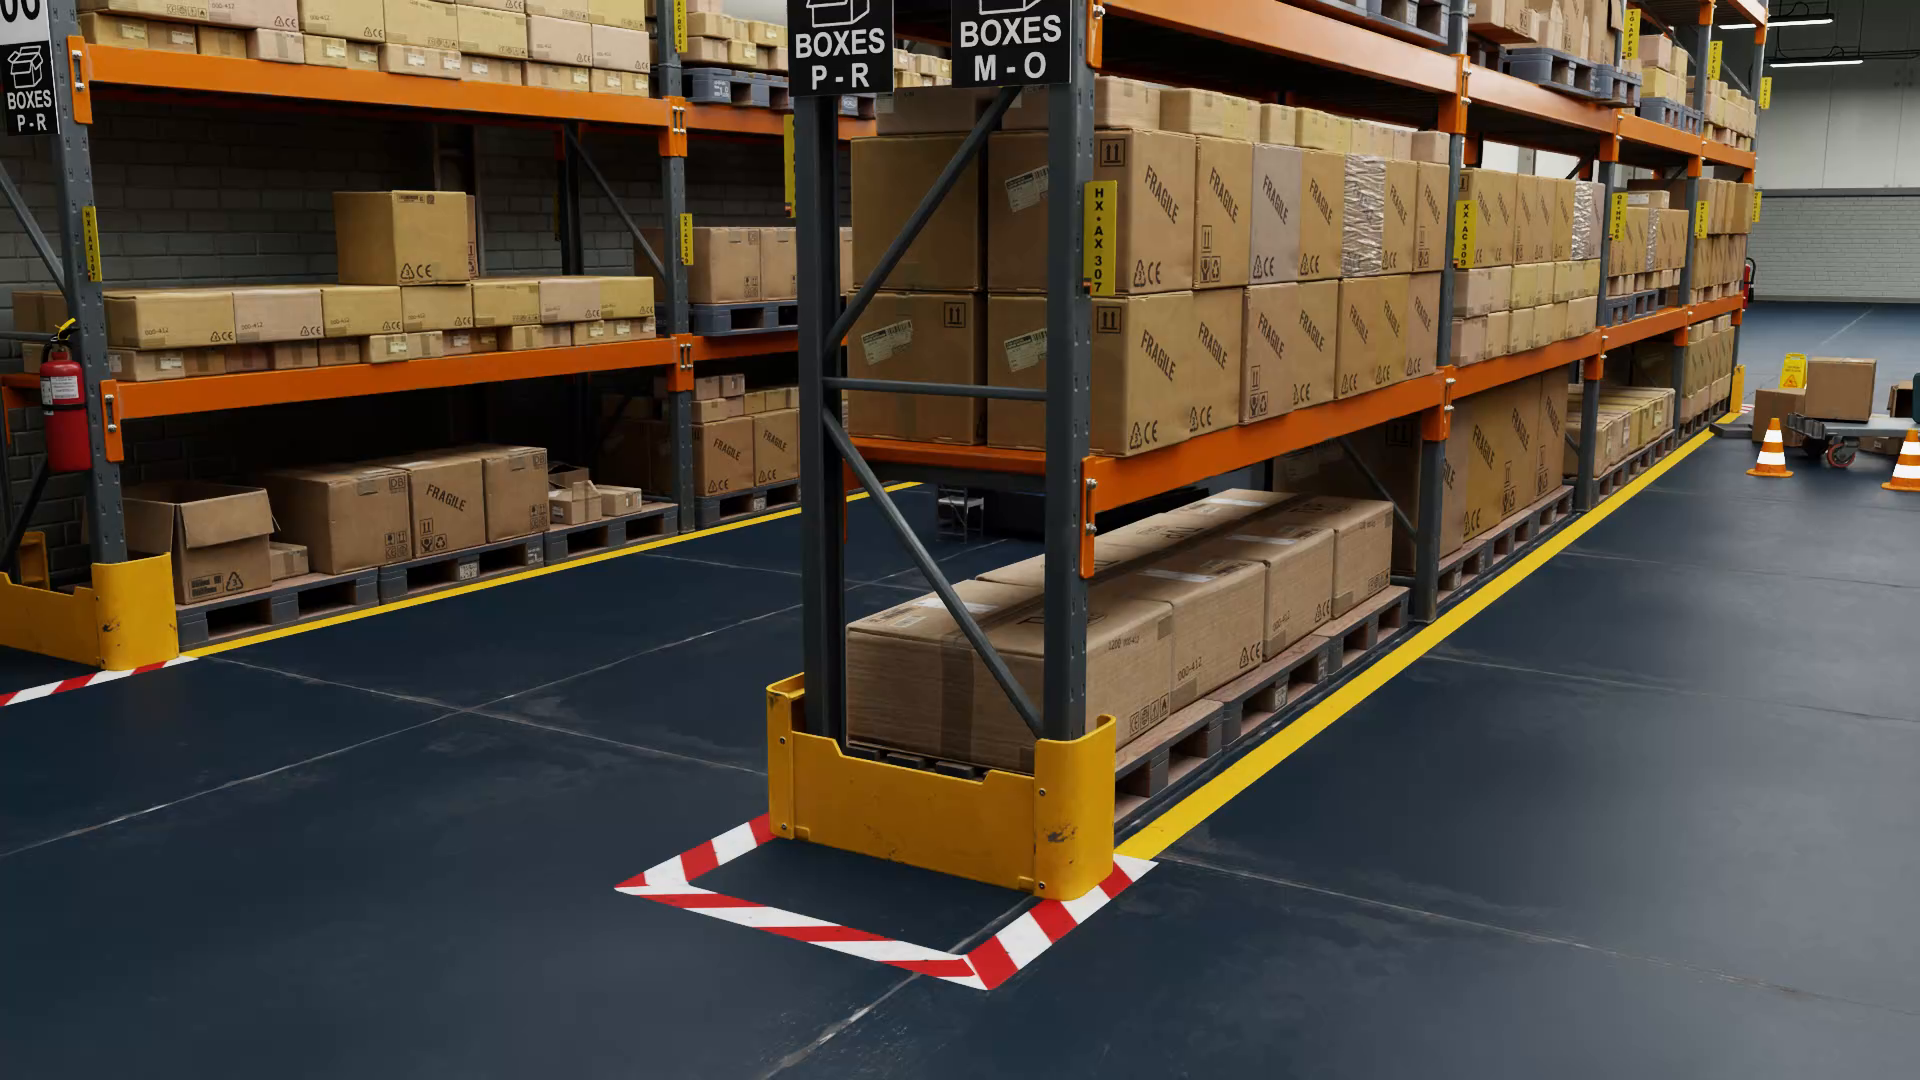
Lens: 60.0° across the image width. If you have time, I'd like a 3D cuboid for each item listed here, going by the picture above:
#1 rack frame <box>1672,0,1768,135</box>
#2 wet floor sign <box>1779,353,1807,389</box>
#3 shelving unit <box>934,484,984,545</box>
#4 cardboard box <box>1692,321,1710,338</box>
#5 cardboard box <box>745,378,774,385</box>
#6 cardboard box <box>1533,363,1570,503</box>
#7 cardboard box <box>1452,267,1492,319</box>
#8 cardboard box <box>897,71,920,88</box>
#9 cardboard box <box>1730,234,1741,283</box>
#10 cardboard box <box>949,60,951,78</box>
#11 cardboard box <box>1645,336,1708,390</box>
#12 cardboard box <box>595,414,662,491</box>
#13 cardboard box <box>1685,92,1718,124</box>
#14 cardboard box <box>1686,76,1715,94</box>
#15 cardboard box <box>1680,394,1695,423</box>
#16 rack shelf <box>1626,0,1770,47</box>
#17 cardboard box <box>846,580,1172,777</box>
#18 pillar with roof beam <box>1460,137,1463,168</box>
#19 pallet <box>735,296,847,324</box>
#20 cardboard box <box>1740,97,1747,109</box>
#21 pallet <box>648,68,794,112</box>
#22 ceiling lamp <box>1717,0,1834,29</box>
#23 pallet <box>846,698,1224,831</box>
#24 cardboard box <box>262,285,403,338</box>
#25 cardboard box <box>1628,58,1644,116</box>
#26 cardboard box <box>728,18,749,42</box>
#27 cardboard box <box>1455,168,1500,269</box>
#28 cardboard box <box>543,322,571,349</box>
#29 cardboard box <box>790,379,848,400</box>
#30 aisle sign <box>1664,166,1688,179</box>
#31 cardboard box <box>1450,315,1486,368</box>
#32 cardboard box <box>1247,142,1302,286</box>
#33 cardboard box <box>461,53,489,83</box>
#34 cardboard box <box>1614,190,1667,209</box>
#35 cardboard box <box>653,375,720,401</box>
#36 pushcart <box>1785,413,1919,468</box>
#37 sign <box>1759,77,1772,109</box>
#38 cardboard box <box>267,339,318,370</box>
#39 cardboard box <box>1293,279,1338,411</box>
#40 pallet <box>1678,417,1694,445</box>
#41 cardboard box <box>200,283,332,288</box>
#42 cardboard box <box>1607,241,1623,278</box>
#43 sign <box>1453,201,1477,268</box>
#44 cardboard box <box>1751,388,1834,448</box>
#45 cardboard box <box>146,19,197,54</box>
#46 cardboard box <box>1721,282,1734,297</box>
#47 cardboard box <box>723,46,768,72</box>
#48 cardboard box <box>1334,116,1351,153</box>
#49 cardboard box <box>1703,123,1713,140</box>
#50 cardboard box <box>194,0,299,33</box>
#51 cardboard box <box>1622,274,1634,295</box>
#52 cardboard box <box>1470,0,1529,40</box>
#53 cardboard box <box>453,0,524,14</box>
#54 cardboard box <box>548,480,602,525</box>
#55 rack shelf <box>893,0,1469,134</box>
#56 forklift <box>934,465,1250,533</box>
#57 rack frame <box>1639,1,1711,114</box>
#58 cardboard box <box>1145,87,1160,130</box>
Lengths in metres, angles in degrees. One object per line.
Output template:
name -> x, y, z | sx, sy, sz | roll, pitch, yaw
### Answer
rack frame -> 8.240, -5.928, 18.080 | 1.000, 3.000, 0.127 | 6, 12, 31
wet floor sign -> 9.253, -1.750, 18.462 | 0.232, 0.644, 0.267 | -8, 13, -38
shelving unit -> -0.004, -0.441, 10.779 | 0.258, 0.900, 0.210 | 6, 12, 31
cardboard box -> 7.082, -2.055, 16.222 | 0.380, 0.149, 0.250 | 7, 13, 33
cardboard box -> -1.654, -1.156, 12.778 | 0.380, 0.149, 0.250 | 7, 12, 31
cardboard box -> 3.657, -0.783, 11.531 | 0.875, 0.875, 0.875 | 6, 12, 30
cardboard box -> 2.480, -1.306, 8.745 | 0.500, 0.250, 0.500 | 6, 12, 29
cardboard box -> -0.537, -3.592, 13.075 | 0.380, 0.149, 0.250 | 6, 12, 31
cardboard box -> 7.930, -2.985, 17.581 | 0.500, 0.500, 0.500 | 6, 12, 31
cardboard box -> -0.083, -3.855, 13.675 | 0.380, 0.149, 0.250 | 7, 13, 33
cardboard box -> 6.968, -1.726, 16.231 | 0.500, 0.500, 0.500 | 7, 13, 33
cardboard box -> -2.232, -0.649, 11.836 | 0.500, 0.500, 0.500 | 6, 12, 30
cardboard box -> 6.626, -3.940, 15.212 | 0.500, 0.250, 0.500 | 6, 12, 29
cardboard box -> 6.606, -4.112, 15.044 | 0.380, 0.149, 0.250 | 6, 12, 30
cardboard box -> 6.701, -1.272, 15.844 | 0.500, 0.250, 0.500 | 6, 12, 28
rack shelf -> 7.202, -5.258, 16.466 | 1.077, 0.370, 4.000 | 6, 12, 31
cardboard box -> 0.191, 0.476, 5.994 | 0.875, 0.438, 0.875 | 6, 12, 29
pillar with roof beam -> 12.774, -7.854, 28.369 | 9.100, 9.000, 0.548 | 6, 12, 31
pallet -> -1.163, -1.794, 12.823 | 1.003, 0.211, 1.213 | 6, 12, 31
cardboard box -> 8.033, -4.562, 17.450 | 0.380, 0.149, 0.250 | 6, 12, 30
pallet -> -1.836, -3.044, 11.334 | 1.213, 0.211, 1.003 | 6, 12, 31
ceiling lamp -> 15.763, -11.472, 31.827 | 2.000, 3.185, 0.800 | 6, 12, 31
pallet -> 0.282, 0.774, 6.159 | 1.003, 0.211, 1.213 | 6, 12, 31
cardboard box -> -3.323, -1.214, 8.802 | 0.500, 0.250, 0.500 | 6, 12, 30
cardboard box -> 4.854, -3.489, 12.922 | 0.797, 0.503, 0.637 | 6, 12, 31
cardboard box -> -1.627, -3.372, 11.040 | 0.380, 0.149, 0.250 | 7, 12, 32
cardboard box -> 2.484, -1.675, 8.673 | 0.500, 0.500, 0.500 | 7, 12, 31
cardboard box -> -2.574, -1.243, 10.040 | 0.380, 0.149, 0.250 | 7, 13, 32
cardboard box -> -1.081, -1.150, 12.749 | 0.380, 0.149, 0.250 | 6, 12, 31
aisle sign -> 8.007, -4.297, 18.603 | 0.394, 0.787, 0.004 | 6, 12, 31
cardboard box -> 2.464, -1.062, 8.800 | 0.500, 0.250, 0.500 | 6, 12, 29
cardboard box -> 0.949, -1.216, 6.222 | 0.500, 0.500, 0.500 | 6, 12, 30
cardboard box -> -2.866, -2.635, 9.322 | 0.380, 0.149, 0.250 | 7, 12, 31
cardboard box -> 5.648, -2.822, 13.806 | 0.380, 0.149, 0.250 | 6, 12, 28
cardboard box -> -1.872, -1.045, 11.382 | 0.380, 0.149, 0.250 | 6, 12, 30
pushcart -> 8.138, -0.852, 14.392 | 1.648, 0.377, 0.936 | 2, 11, 11
sign -> 8.704, -4.833, 17.975 | 0.100, 0.325, 0.005 | 6, 12, 31
cardboard box -> -3.523, -0.962, 8.537 | 0.380, 0.149, 0.250 | 7, 13, 32
cardboard box -> 1.192, -0.801, 6.725 | 0.500, 0.500, 0.500 | 7, 13, 33
pallet -> 6.482, -1.089, 16.111 | 1.003, 0.211, 1.213 | 6, 12, 31
cardboard box -> -3.769, -1.265, 9.075 | 0.500, 0.250, 0.500 | 7, 13, 32
cardboard box -> 4.518, -2.172, 12.096 | 0.500, 0.500, 0.500 | 6, 12, 29
sign -> 2.485, -1.504, 8.182 | 0.100, 0.325, 0.005 | 6, 12, 31
cardboard box -> 7.883, -1.161, 15.707 | 0.500, 0.500, 0.500 | -4, 11, -18
cardboard box -> -3.833, -2.359, 7.851 | 0.380, 0.149, 0.250 | 7, 12, 32
cardboard box -> 7.933, -2.645, 17.526 | 0.380, 0.149, 0.250 | 7, 12, 32
cardboard box -> -1.527, -3.268, 11.291 | 0.380, 0.149, 0.250 | 7, 12, 31
cardboard box -> 1.404, -1.678, 6.928 | 0.380, 0.149, 0.250 | 6, 12, 29
cardboard box -> 6.721, -3.762, 15.346 | 0.380, 0.149, 0.250 | 6, 12, 31
cardboard box -> -3.601, -2.609, 8.102 | 0.500, 0.250, 0.500 | 7, 13, 32
cardboard box -> 4.932, -1.959, 12.721 | 0.380, 0.149, 0.250 | 6, 12, 31
cardboard box -> 2.716, -2.933, 8.820 | 0.500, 0.500, 0.500 | 6, 12, 30
cardboard box -> -2.817, -3.097, 9.346 | 0.500, 0.250, 0.500 | 7, 12, 32
cardboard box -> -2.458, -0.257, 10.376 | 0.396, 0.266, 0.258 | 7, 13, 33
rack shelf -> 0.972, -1.898, 6.661 | 1.077, 0.370, 4.000 | 6, 12, 31
forklift -> 1.152, -1.681, 11.882 | 1.130, 2.935, 3.031 | 9, 14, 39
rack frame -> 6.164, -5.299, 14.720 | 1.000, 3.000, 0.127 | 6, 12, 31
cardboard box -> 0.430, -1.400, 5.444 | 0.380, 0.149, 0.250 | 7, 13, 32
